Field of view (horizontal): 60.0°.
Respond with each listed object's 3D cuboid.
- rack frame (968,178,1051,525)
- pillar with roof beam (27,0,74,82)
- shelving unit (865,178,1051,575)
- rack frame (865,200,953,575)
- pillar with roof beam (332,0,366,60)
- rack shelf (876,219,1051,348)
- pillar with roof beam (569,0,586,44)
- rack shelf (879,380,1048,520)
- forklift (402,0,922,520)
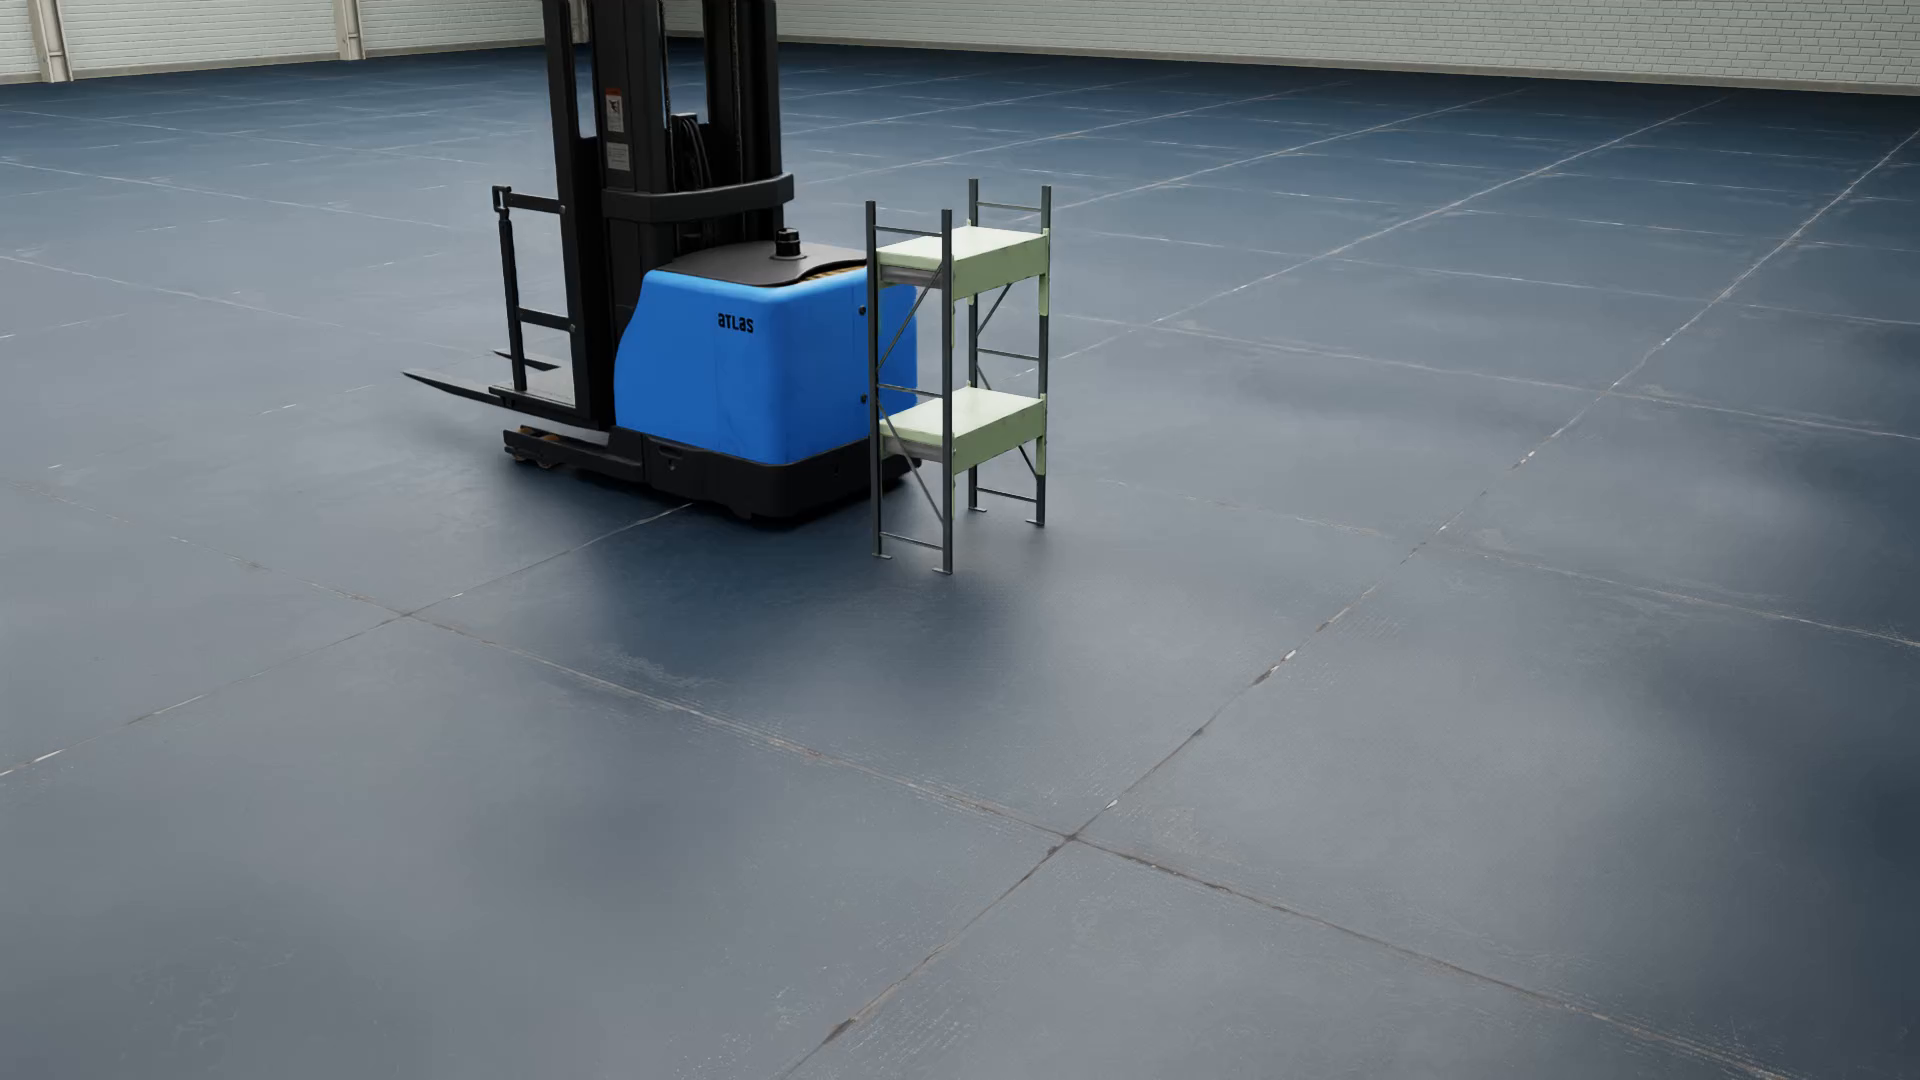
[{"bbox_3d":[0.209,-0.810,7.294,0.400,1.500,0.023,13,24,32],"label":"rack frame"},{"bbox_3d":[-11.959,-11.273,24.769,9.100,9.000,0.400,13,24,32],"label":"pillar with roof beam"},{"bbox_3d":[0.004,-0.705,7.010,0.431,1.500,0.755,13,24,32],"label":"shelving unit"},{"bbox_3d":[-0.202,-0.600,6.726,0.400,1.500,0.023,13,24,32],"label":"rack frame"},{"bbox_3d":[-8.586,-12.994,29.423,9.100,9.000,0.400,13,24,32],"label":"pillar with roof beam"},{"bbox_3d":[0.004,-1.071,6.875,0.431,0.370,0.720,13,24,32],"label":"rack shelf"},{"bbox_3d":[-5.213,-14.716,34.077,9.100,9.000,0.400,13,24,32],"label":"pillar with roof beam"},{"bbox_3d":[0.004,-0.400,7.123,0.431,0.370,0.720,13,24,32],"label":"rack shelf"},{"bbox_3d":[-1.660,-1.857,8.059,3.031,2.935,1.130,15,25,35],"label":"forklift"}]
